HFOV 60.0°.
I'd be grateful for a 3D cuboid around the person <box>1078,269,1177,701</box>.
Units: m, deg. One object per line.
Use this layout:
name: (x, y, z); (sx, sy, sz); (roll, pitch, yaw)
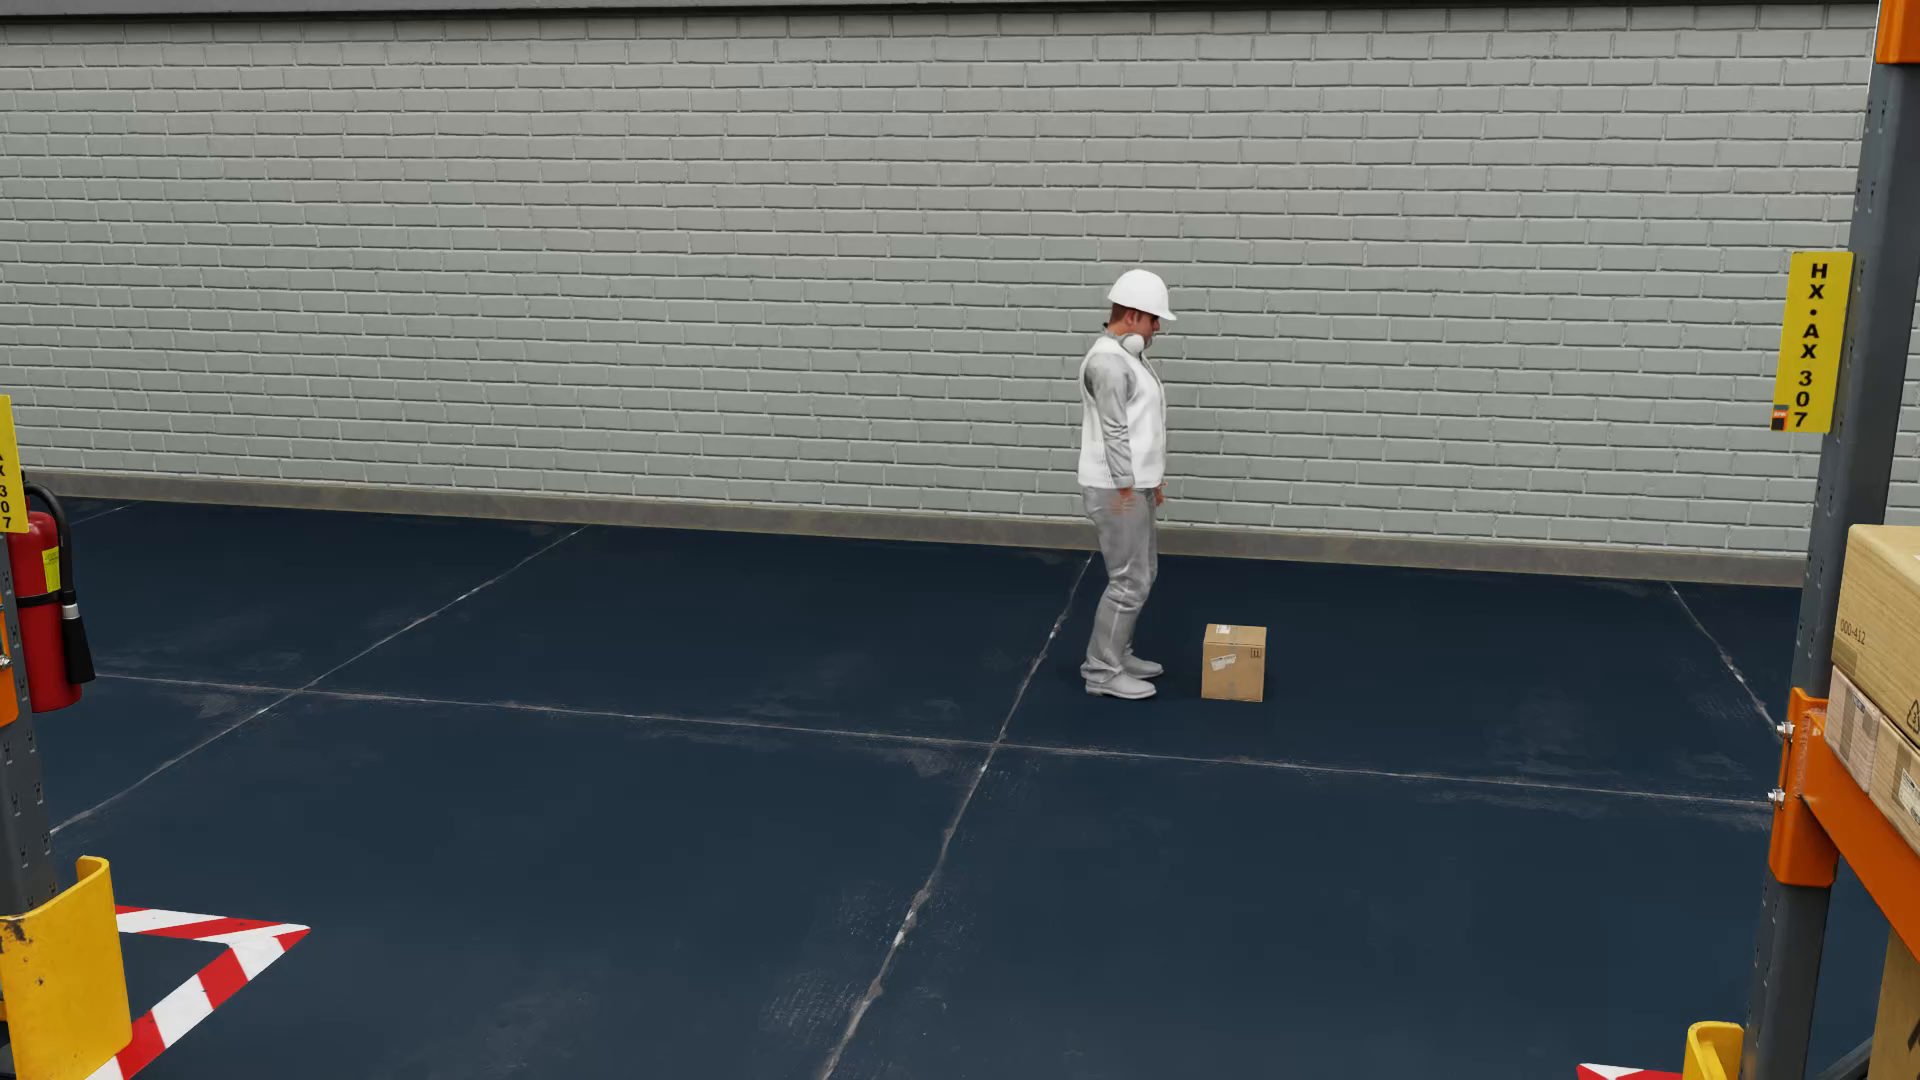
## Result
person: (0.690, -0.239, 6.921); (0.378, 1.760, 0.538); (3, 15, 12)
